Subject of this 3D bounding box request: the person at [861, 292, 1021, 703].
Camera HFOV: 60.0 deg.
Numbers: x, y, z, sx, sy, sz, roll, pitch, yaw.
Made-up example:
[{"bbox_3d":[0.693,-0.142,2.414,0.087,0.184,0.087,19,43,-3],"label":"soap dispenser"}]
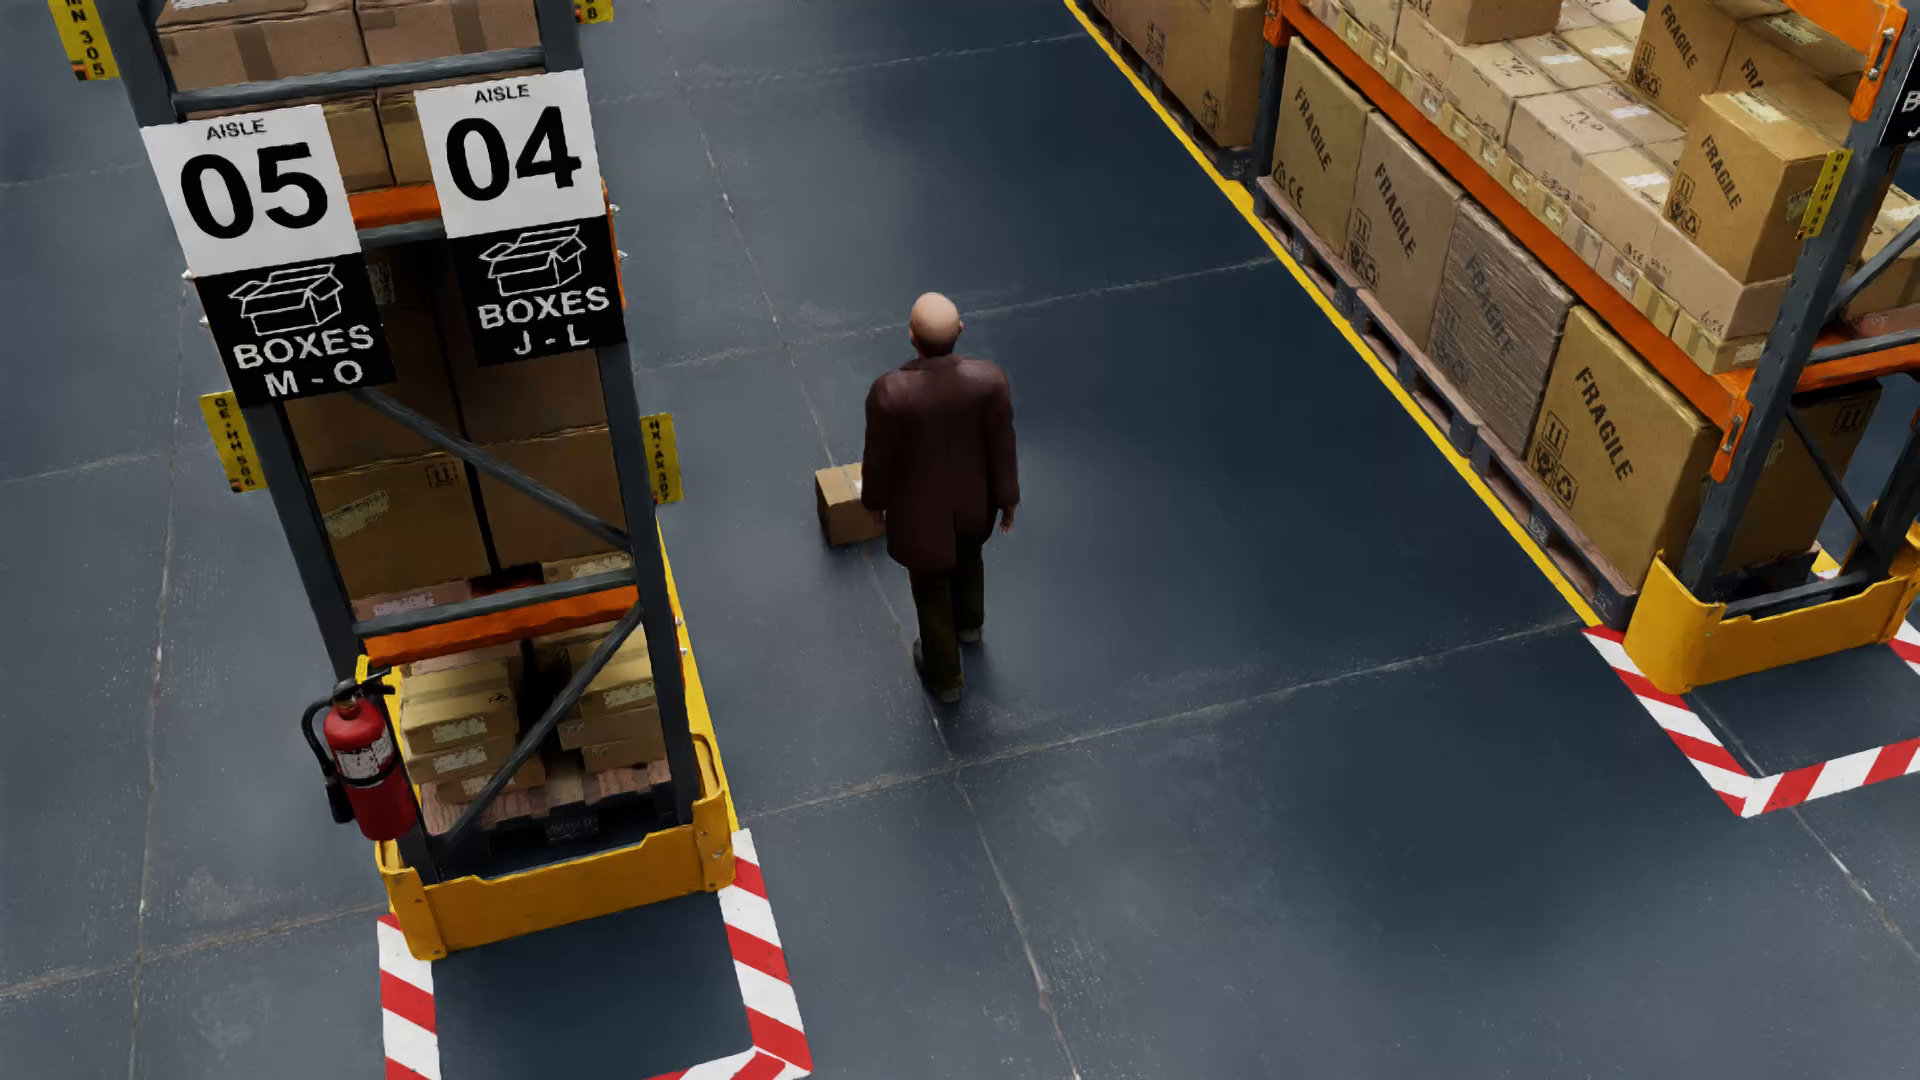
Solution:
[{"bbox_3d":[-0.102,-0.190,6.388,0.583,1.806,0.641,-12,43,-14],"label":"person"}]
